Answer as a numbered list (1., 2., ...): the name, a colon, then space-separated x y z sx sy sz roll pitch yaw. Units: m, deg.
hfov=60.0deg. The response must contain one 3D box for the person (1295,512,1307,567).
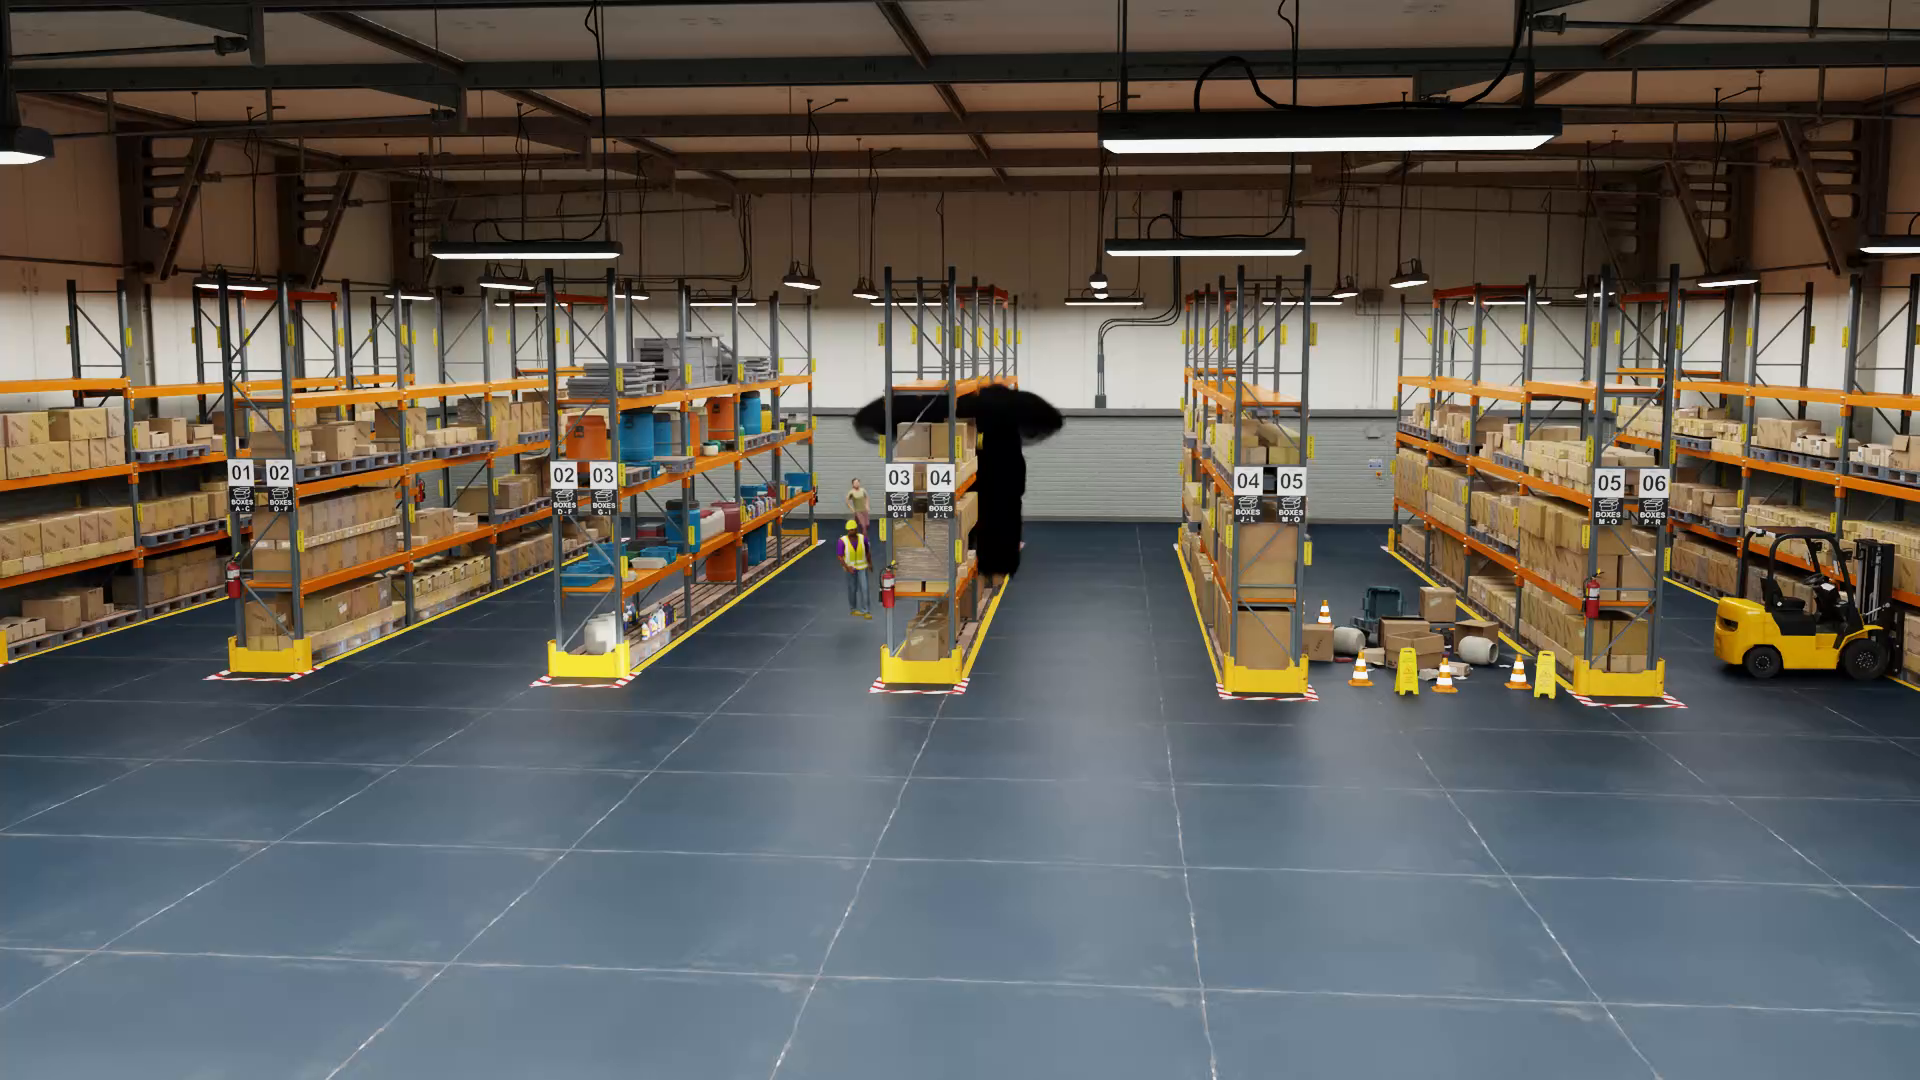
1. person: 7.351 -0.206 36.279 0.555 1.626 0.752 -1 7 -8

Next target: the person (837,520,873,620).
1. person: -1.781 0.507 28.574 0.667 1.719 0.946 -2 7 -14

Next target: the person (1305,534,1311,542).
1. person: 7.851 -0.469 39.222 0.882 1.465 0.588 3 8 26

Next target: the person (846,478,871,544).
1. person: -2.470 -0.705 40.385 0.638 1.609 0.584 -3 7 -21
